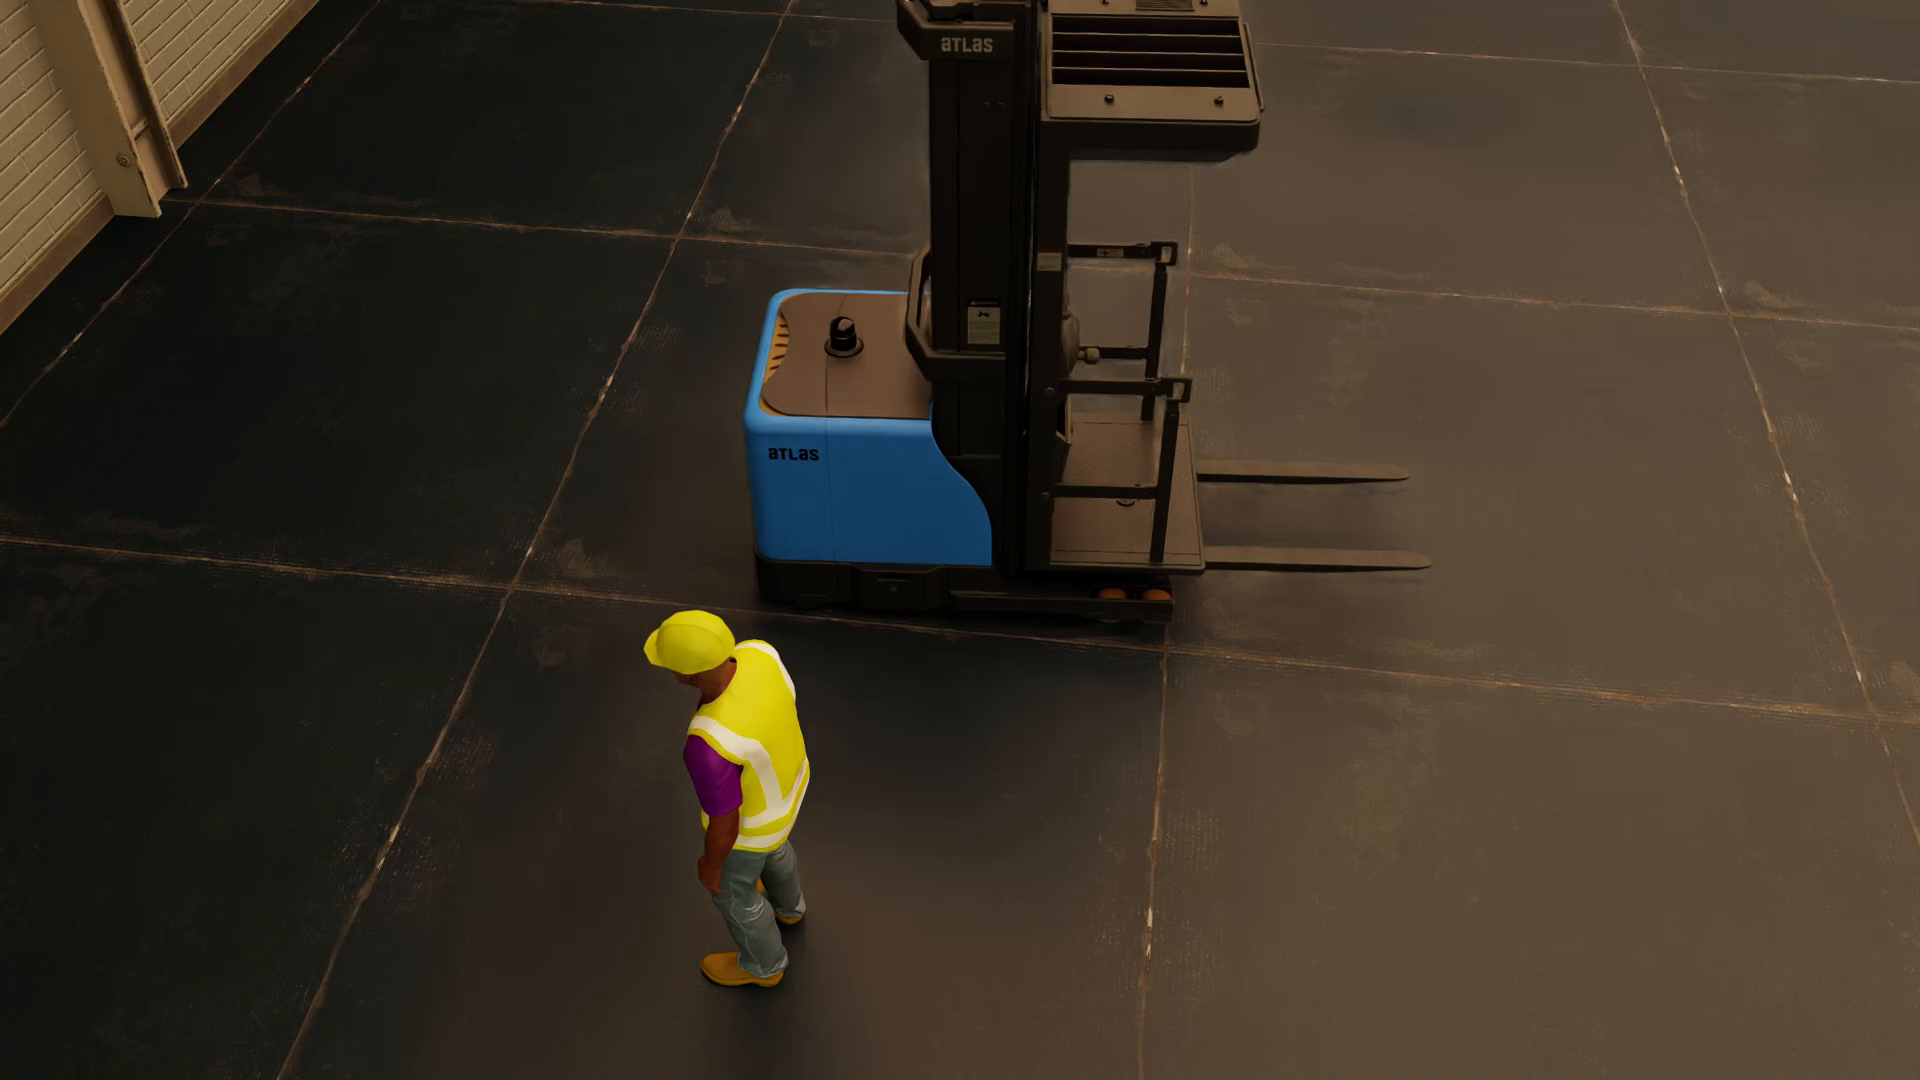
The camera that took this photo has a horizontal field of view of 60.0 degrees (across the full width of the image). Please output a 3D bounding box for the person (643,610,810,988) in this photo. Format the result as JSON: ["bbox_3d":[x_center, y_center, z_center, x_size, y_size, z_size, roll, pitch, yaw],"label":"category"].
[{"bbox_3d":[-0.748,0.878,5.638,0.462,1.759,0.630,10,44,11],"label":"person"}]

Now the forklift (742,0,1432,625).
[{"bbox_3d":[0.612,-1.068,6.887,3.031,2.935,1.130,2,43,2],"label":"forklift"}]
